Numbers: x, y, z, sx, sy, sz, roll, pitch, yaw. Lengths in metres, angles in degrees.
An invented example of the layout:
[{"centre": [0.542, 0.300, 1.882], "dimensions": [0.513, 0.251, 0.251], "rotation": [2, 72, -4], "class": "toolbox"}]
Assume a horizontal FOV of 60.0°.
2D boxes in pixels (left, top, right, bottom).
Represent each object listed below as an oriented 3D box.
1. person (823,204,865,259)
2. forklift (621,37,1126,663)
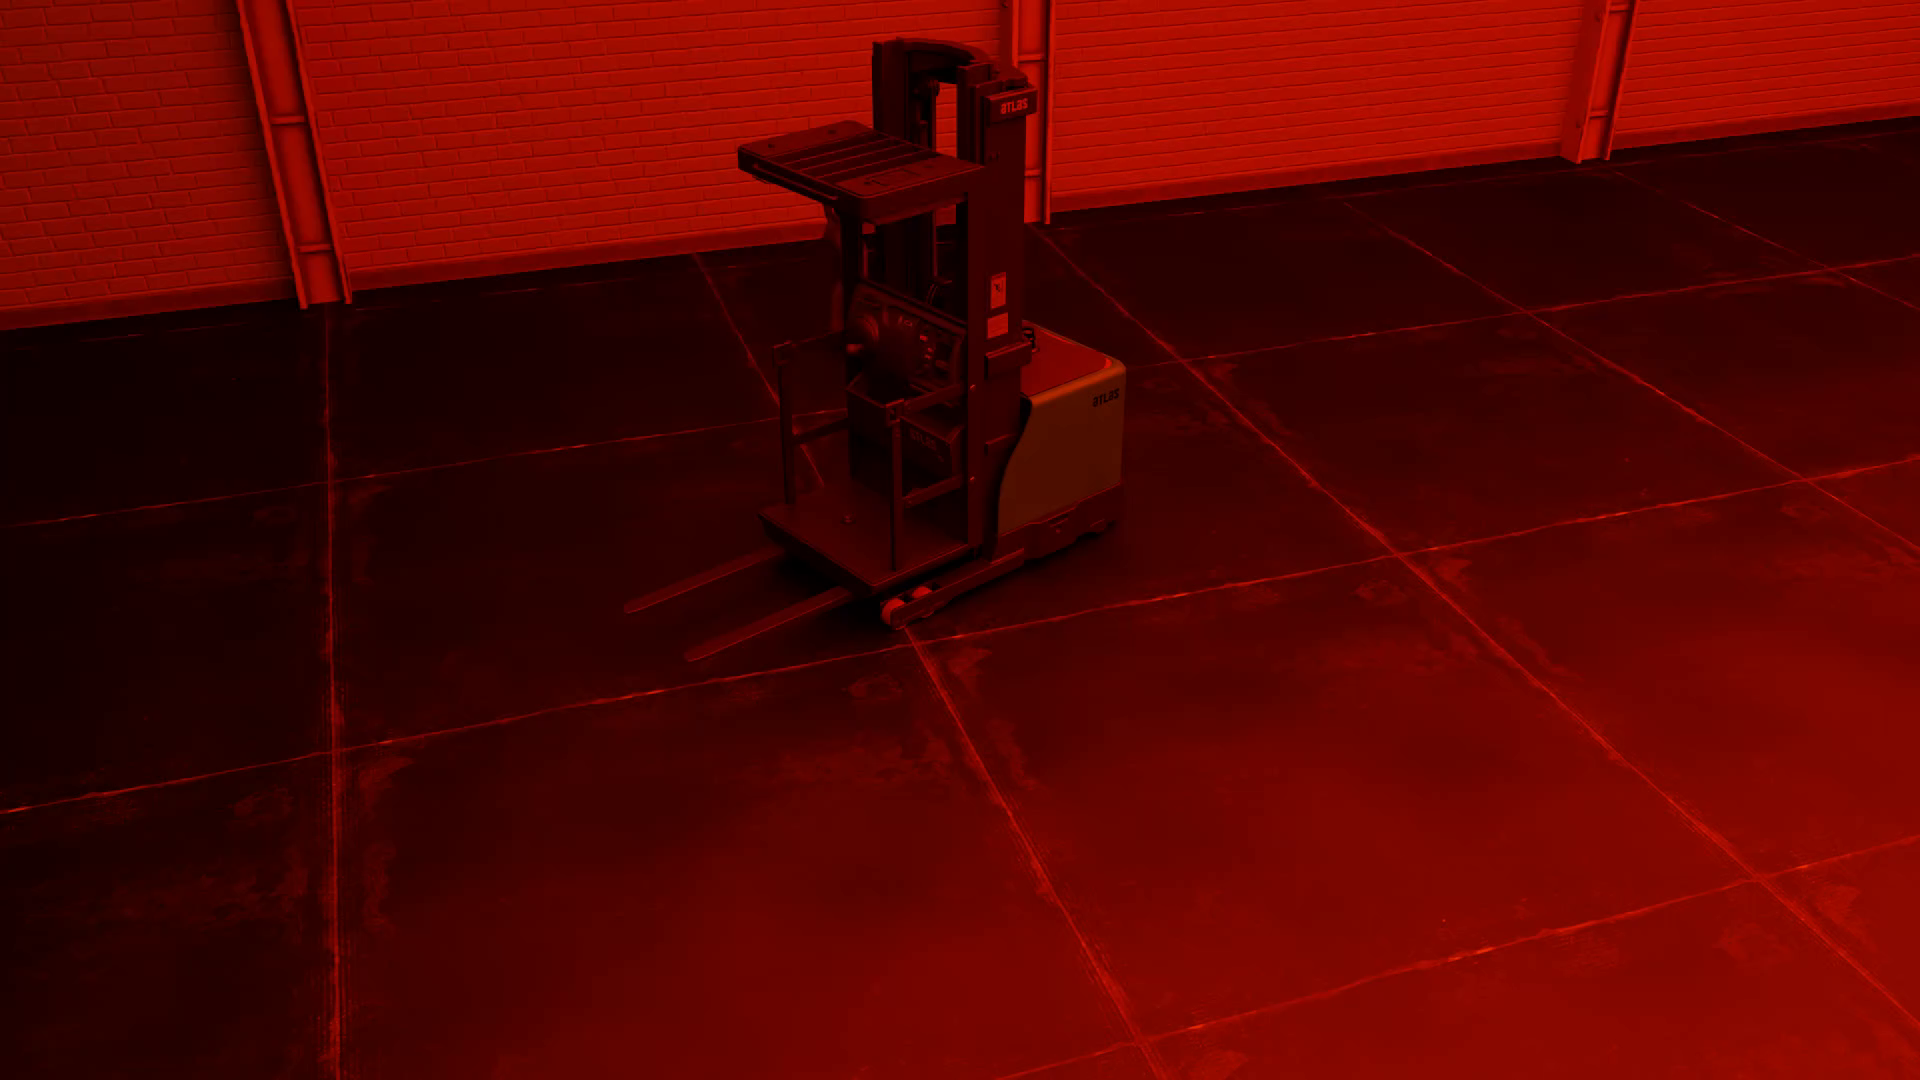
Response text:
[{"centre": [-0.803, -2.223, 12.231], "dimensions": [0.348, 1.661, 0.527], "rotation": [-13, 32, -22], "class": "person"}, {"centre": [-0.461, -1.072, 8.951], "dimensions": [3.031, 2.935, 1.130], "rotation": [-23, 37, -34], "class": "forklift"}]
